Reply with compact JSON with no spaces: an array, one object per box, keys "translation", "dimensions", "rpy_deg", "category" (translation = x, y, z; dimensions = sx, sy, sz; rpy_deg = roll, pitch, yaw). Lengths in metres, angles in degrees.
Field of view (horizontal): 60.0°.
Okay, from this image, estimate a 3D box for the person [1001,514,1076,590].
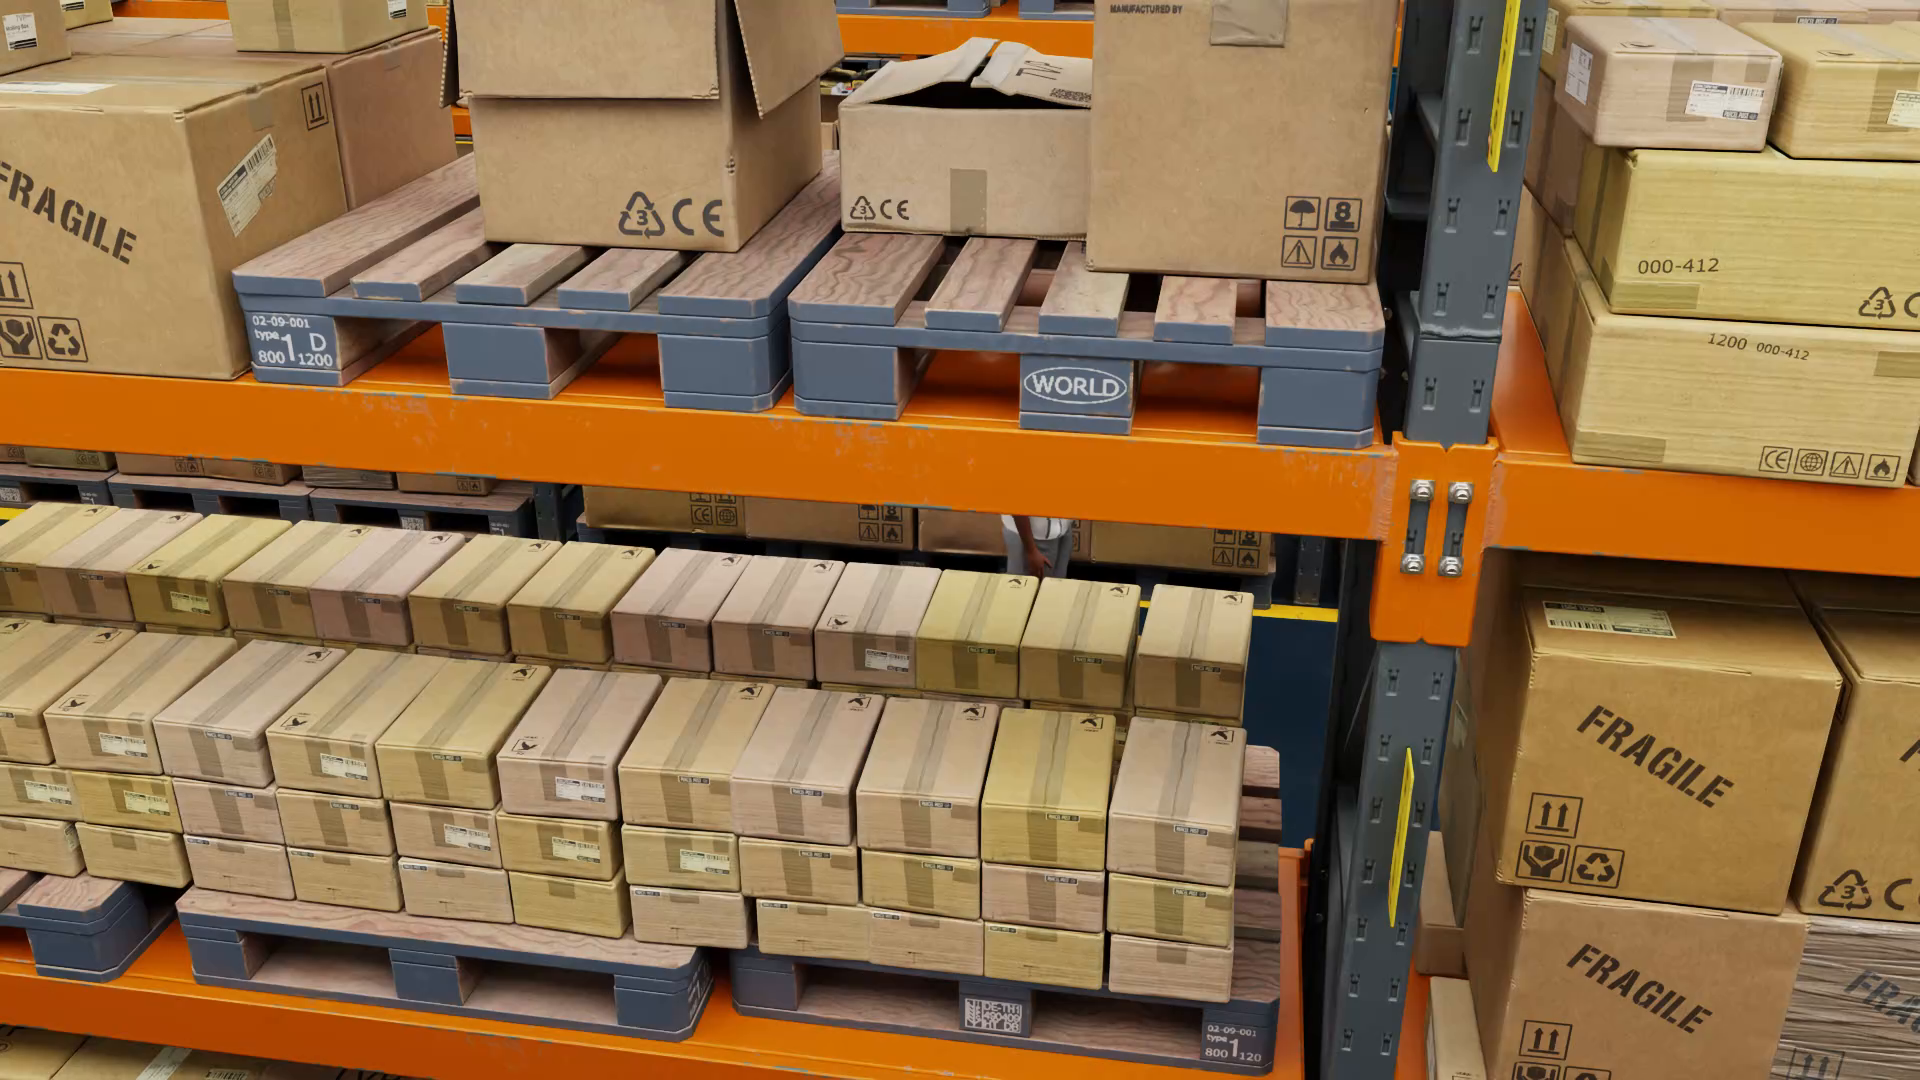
[{"translation":[0.330,-0.047,7.160],"dimensions":[0.395,1.700,0.497],"rpy_deg":[10,27,20],"category":"person"}]
